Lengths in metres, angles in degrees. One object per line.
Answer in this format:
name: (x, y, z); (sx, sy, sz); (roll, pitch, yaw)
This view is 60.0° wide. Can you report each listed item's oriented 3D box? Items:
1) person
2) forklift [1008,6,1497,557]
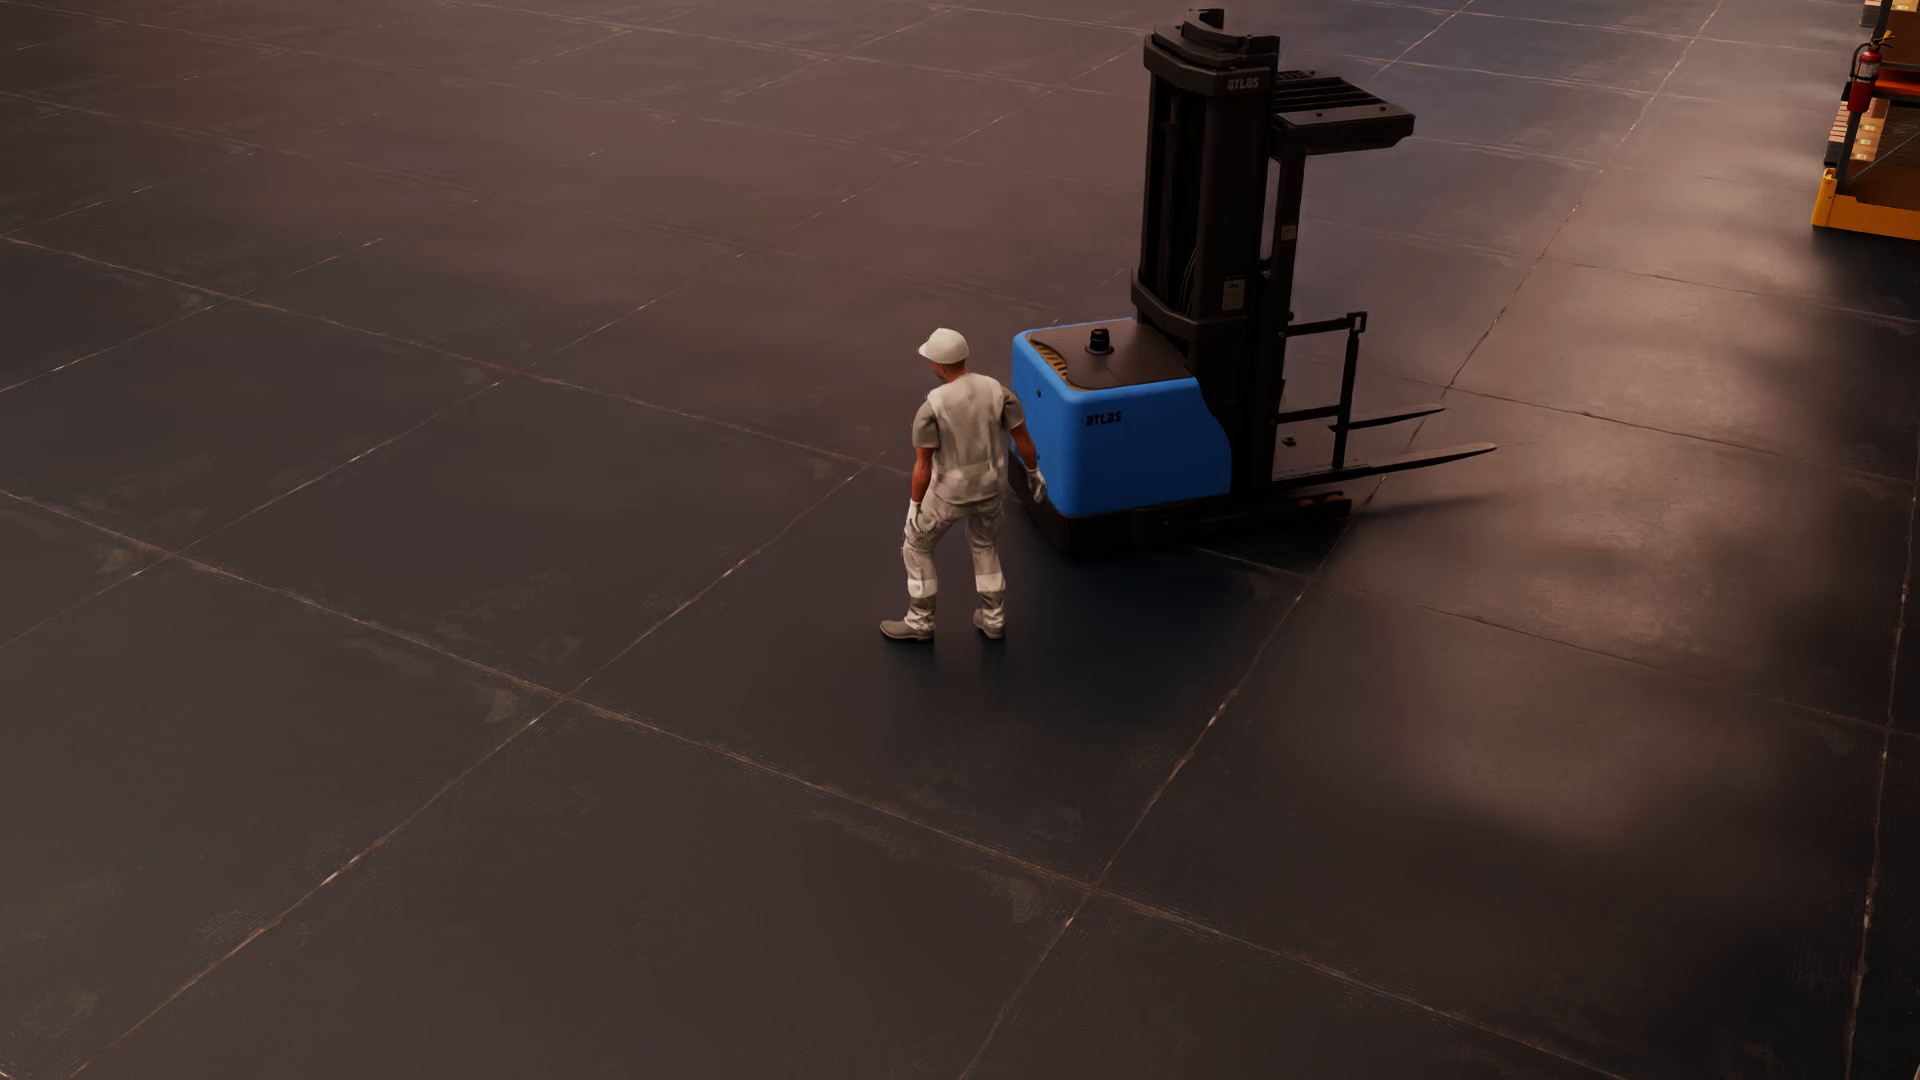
person: (0.005, -0.278, 8.757); (0.879, 1.749, 0.454); (-13, 32, -21)
forklift: (1.878, -1.594, 9.833); (3.031, 2.935, 1.130); (-9, 31, -15)
